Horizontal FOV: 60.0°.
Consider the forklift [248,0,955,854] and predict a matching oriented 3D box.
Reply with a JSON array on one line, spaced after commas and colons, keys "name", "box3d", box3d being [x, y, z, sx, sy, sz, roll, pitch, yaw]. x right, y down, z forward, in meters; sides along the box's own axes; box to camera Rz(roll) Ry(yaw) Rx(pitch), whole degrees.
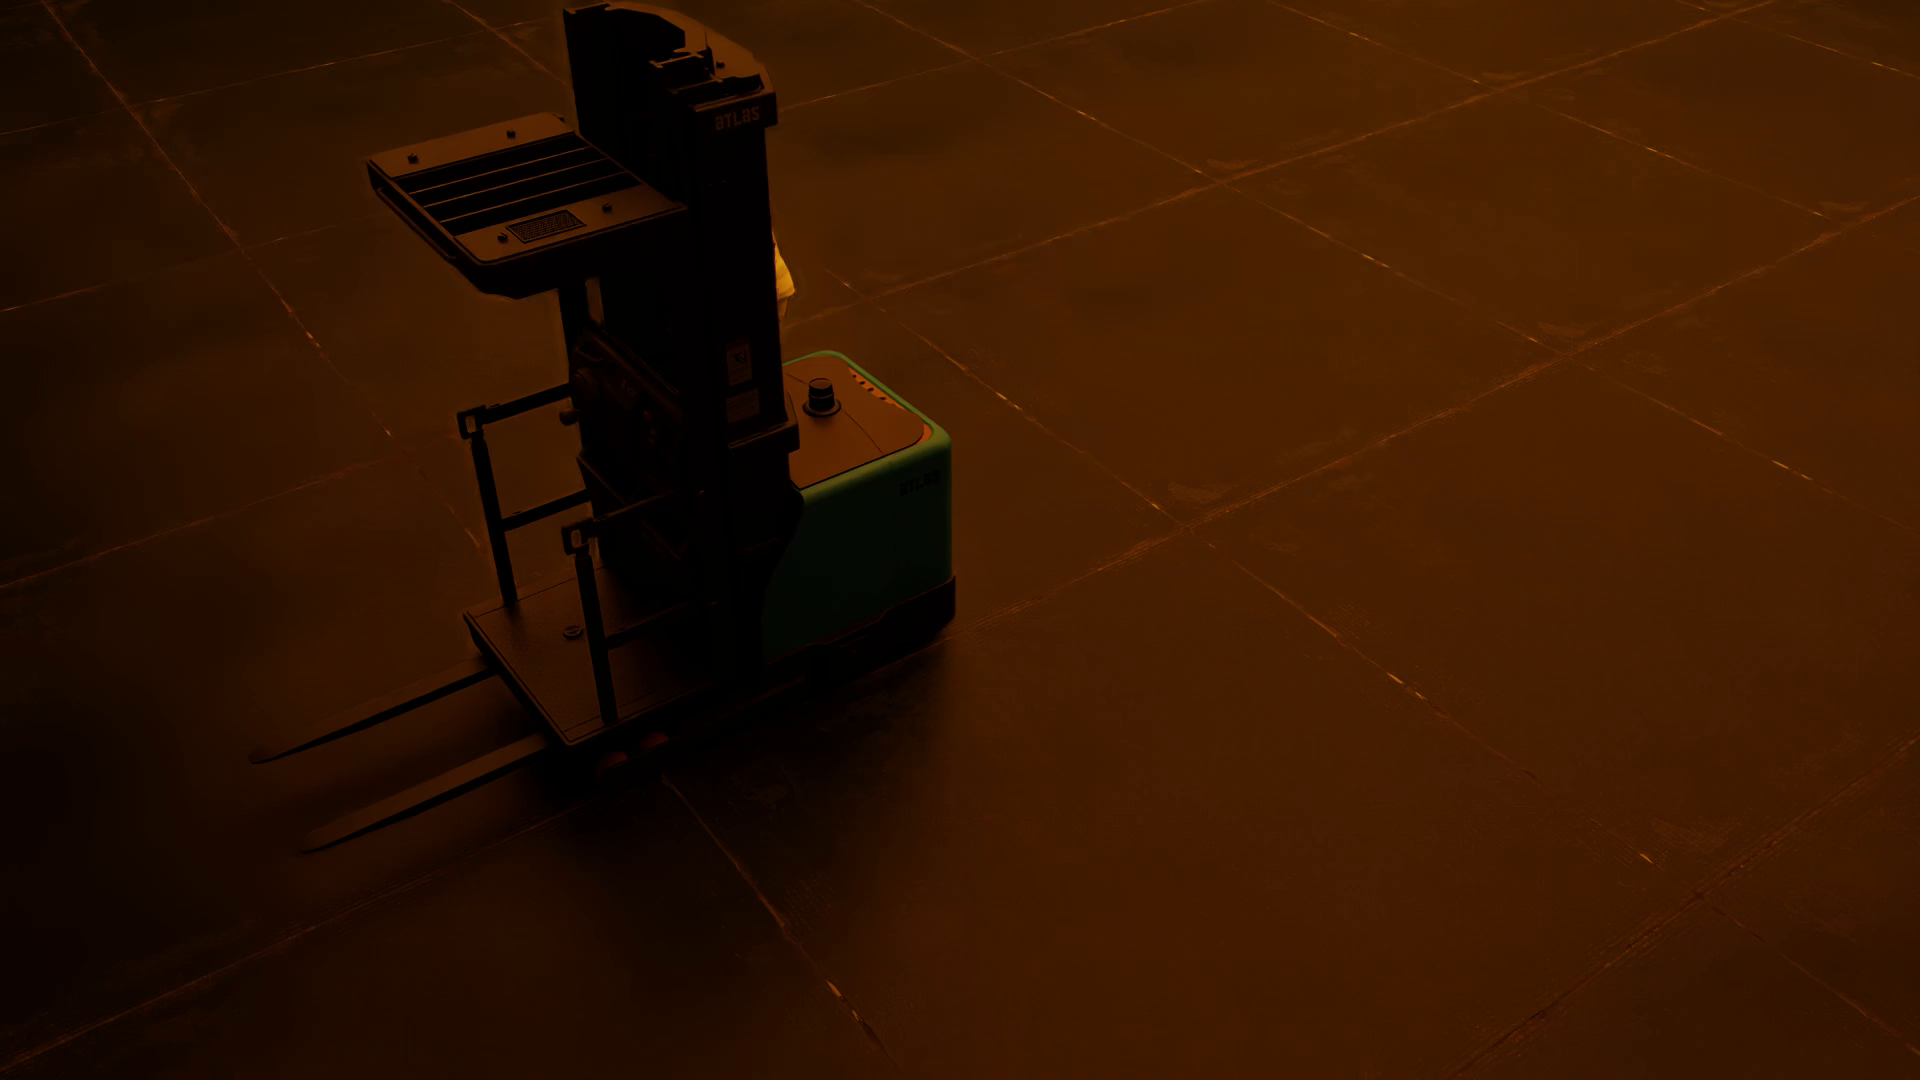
[{"name": "forklift", "box3d": [-1.511, -0.484, 6.600, 3.031, 2.935, 1.130, -24, 43, -28]}]

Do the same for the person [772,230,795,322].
[{"name": "person", "box3d": [-1.181, -1.339, 8.964, 0.583, 1.731, 1.147, -11, 38, -15]}]
